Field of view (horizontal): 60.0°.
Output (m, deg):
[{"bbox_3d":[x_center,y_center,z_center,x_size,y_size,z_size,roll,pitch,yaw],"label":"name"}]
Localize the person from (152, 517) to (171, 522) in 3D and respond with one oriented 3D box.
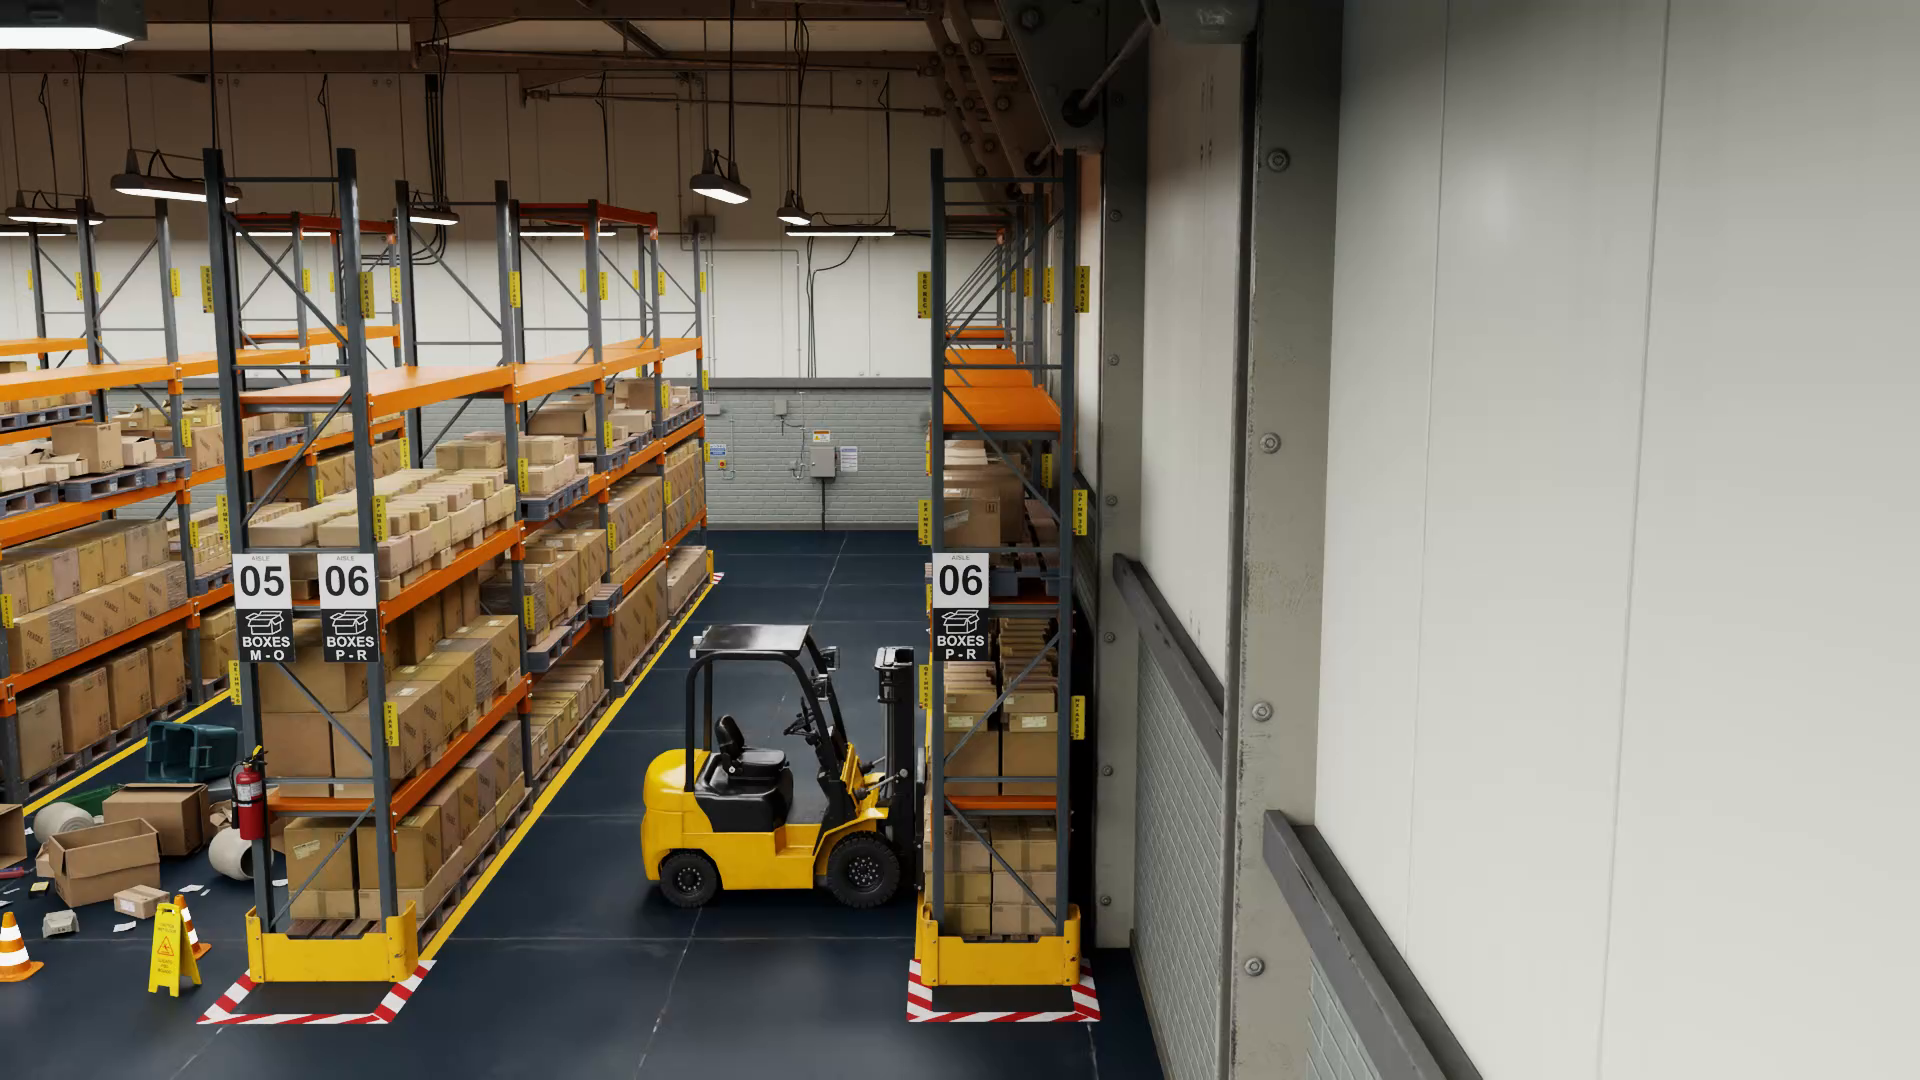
[{"bbox_3d":[-11.430,0.510,23.967,0.629,1.739,0.853,0,9,-2],"label":"person"}]
